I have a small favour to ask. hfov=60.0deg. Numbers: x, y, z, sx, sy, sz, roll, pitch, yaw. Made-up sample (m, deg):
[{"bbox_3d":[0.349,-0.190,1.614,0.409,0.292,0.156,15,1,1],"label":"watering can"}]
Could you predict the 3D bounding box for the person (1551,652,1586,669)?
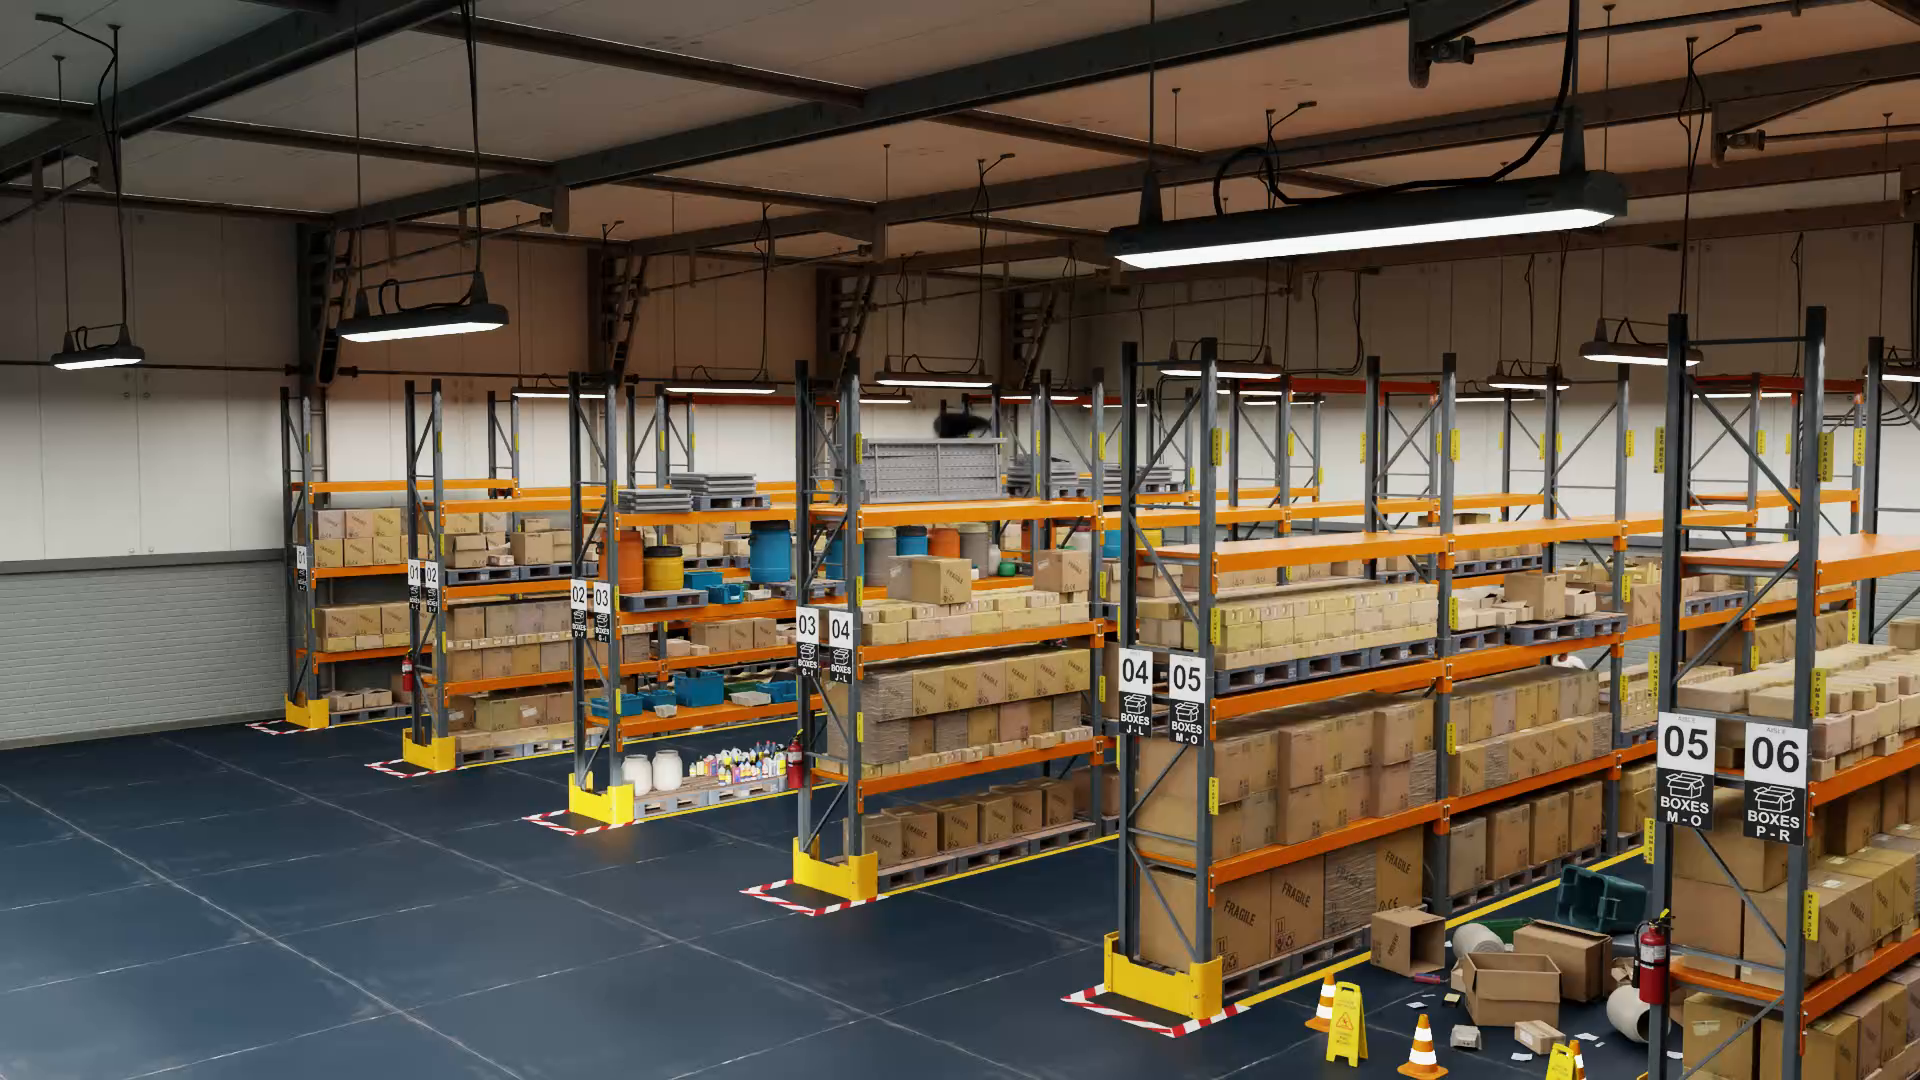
[{"bbox_3d":[10.155,2.533,27.753,0.660,1.752,0.708,-3,5,-39],"label":"person"}]
